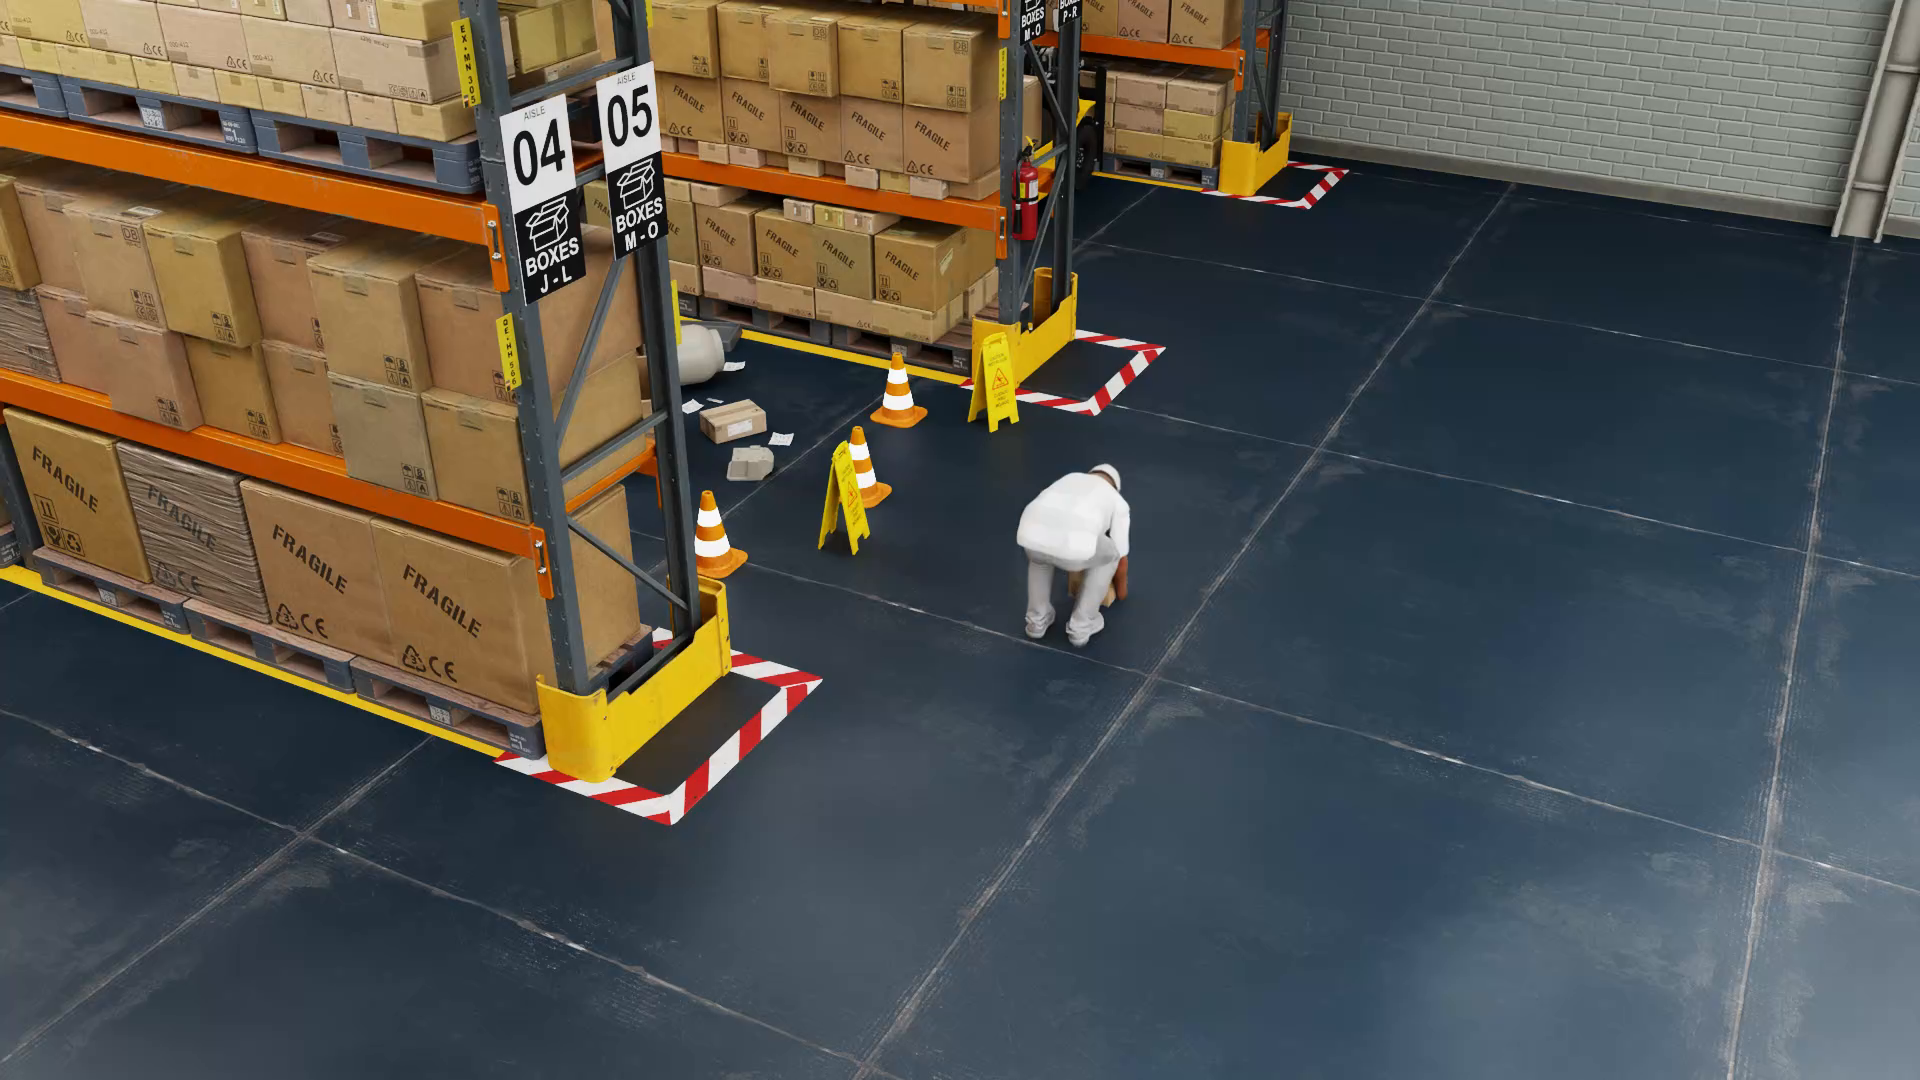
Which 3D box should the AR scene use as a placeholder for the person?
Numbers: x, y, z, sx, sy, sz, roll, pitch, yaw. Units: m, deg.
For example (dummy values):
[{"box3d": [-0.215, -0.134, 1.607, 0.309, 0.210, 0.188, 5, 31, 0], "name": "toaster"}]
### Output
[{"box3d": [0.539, -0.249, 8.704, 0.598, 1.763, 0.439, 13, 32, 22], "name": "person"}]
